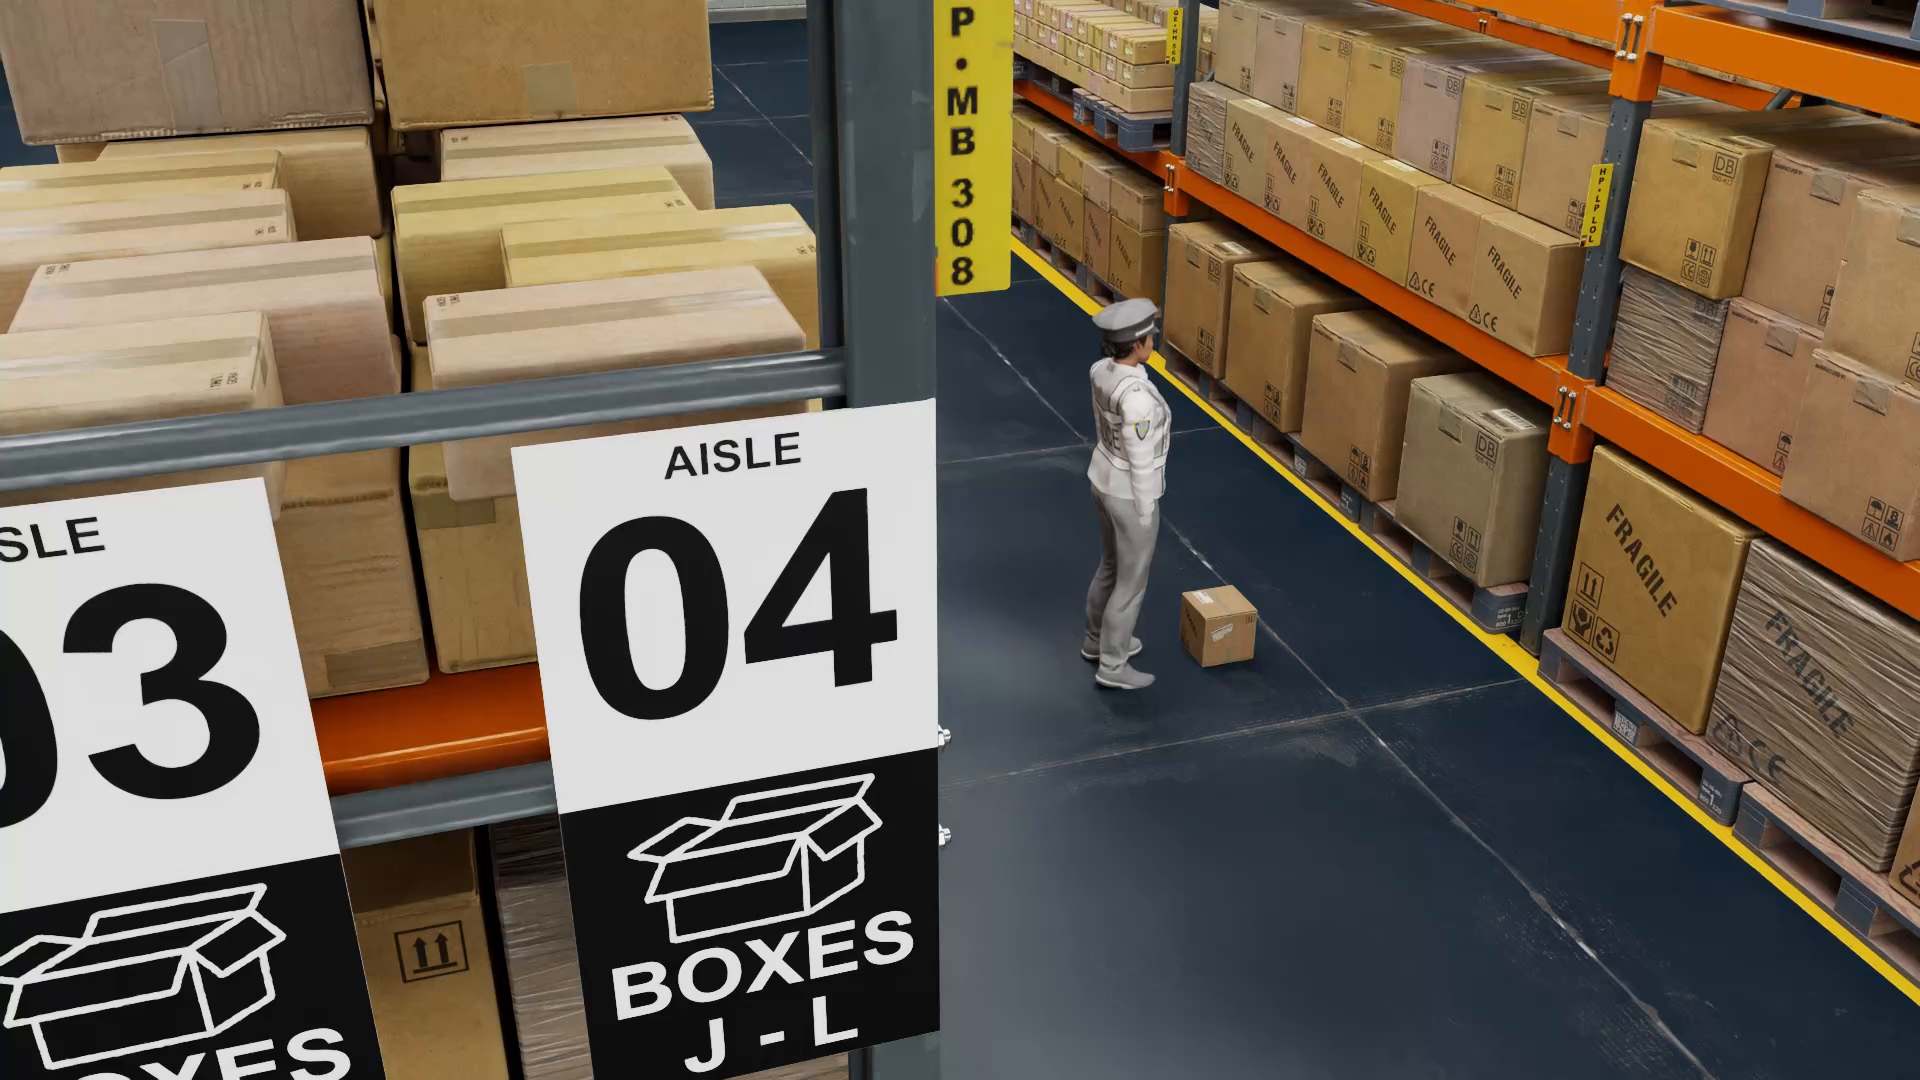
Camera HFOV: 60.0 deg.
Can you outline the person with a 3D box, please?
[{"bbox_3d":[0.675,-0.226,6.980,0.279,1.612,0.426,-8,27,-15],"label":"person"}]
